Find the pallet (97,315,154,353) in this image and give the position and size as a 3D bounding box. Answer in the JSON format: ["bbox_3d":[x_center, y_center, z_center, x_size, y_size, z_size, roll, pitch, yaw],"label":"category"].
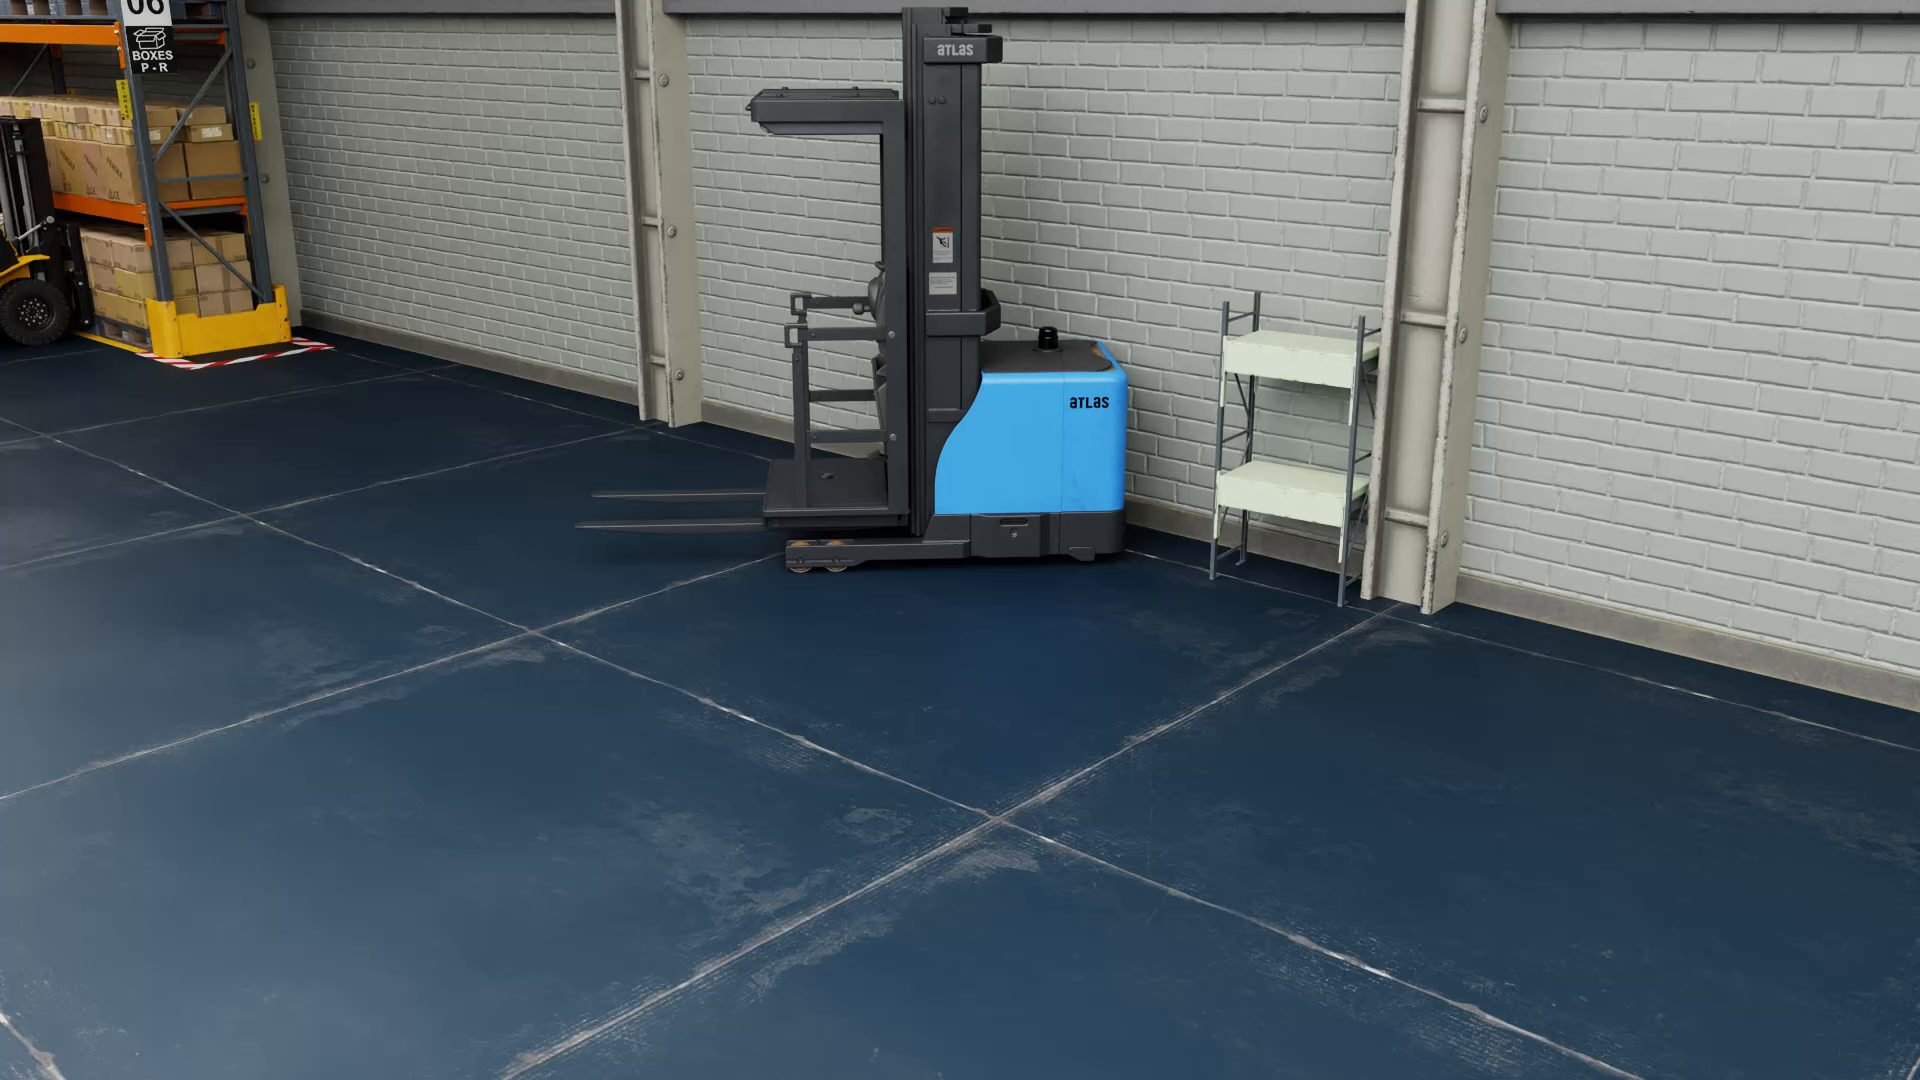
[{"bbox_3d":[-7.318,-2.006,15.584,1.213,0.211,1.003,15,23,39],"label":"pallet"}]

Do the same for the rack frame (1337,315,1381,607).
[{"bbox_3d":[2.061,-0.420,8.456,0.023,1.500,0.400,12,21,34],"label":"rack frame"}]

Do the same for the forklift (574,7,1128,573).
[{"bbox_3d":[-0.621,-1.385,9.130,3.031,2.935,1.130,-1,18,-4],"label":"forklift"}]

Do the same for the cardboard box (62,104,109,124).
[{"bbox_3d":[-7.951,-3.897,15.203,0.250,0.149,0.380,16,23,41],"label":"cardboard box"}]

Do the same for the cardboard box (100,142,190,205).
[{"bbox_3d":[-7.261,-3.278,14.818,0.500,0.500,0.500,14,23,38],"label":"cardboard box"}]

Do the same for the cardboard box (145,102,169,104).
[{"bbox_3d":[-7.597,-4.016,15.578,0.250,0.149,0.380,16,24,41],"label":"cardboard box"}]

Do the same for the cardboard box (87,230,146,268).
[{"bbox_3d":[-7.656,-2.681,15.298,0.500,0.250,0.500,16,23,40],"label":"cardboard box"}]

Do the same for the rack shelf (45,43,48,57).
[{"bbox_3d":[-11.206,-5.483,18.160,4.000,0.370,1.077,15,23,39],"label":"rack shelf"}]

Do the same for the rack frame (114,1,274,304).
[{"bbox_3d":[-6.719,-3.191,14.709,0.127,3.000,1.000,15,23,39],"label":"rack frame"}]

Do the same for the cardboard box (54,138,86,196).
[{"bbox_3d":[-8.026,-3.487,15.476,0.500,0.500,0.500,14,23,38],"label":"cardboard box"}]

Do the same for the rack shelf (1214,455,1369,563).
[{"bbox_3d":[1.763,-0.174,8.757,0.720,0.370,0.431,12,21,34],"label":"rack shelf"}]

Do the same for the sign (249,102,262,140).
[{"bbox_3d":[-6.346,-3.766,14.958,0.005,0.325,0.100,15,23,39],"label":"sign"}]

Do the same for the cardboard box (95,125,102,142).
[{"bbox_3d":[-7.528,-3.665,14.963,0.250,0.149,0.380,16,23,40],"label":"cardboard box"}]

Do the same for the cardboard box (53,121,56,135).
[{"bbox_3d":[-8.267,-3.877,15.631,0.250,0.149,0.380,15,23,39],"label":"cardboard box"}]

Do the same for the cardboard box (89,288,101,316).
[{"bbox_3d":[-8.014,-2.308,15.777,0.500,0.250,0.500,15,23,40],"label":"cardboard box"}]

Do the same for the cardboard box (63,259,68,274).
[{"bbox_3d":[-8.430,-2.649,16.026,0.500,0.250,0.500,15,23,39],"label":"cardboard box"}]

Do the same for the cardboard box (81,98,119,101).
[{"bbox_3d":[-8.335,-4.233,16.261,0.250,0.149,0.380,15,23,39],"label":"cardboard box"}]

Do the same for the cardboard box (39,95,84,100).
[{"bbox_3d":[-9.111,-4.438,16.906,0.250,0.149,0.380,14,23,38],"label":"cardboard box"}]

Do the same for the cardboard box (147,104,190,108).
[{"bbox_3d":[-7.208,-3.916,15.262,0.250,0.149,0.380,16,23,40],"label":"cardboard box"}]

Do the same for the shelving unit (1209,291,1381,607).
[{"bbox_3d":[1.763,-0.484,8.659,0.755,1.500,0.431,12,21,34],"label":"shelving unit"}]

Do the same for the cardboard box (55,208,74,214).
[{"bbox_3d":[-9.214,-3.306,17.267,0.500,0.250,0.500,16,23,40],"label":"cardboard box"}]

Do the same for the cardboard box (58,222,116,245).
[{"bbox_3d":[-8.414,-2.883,15.936,0.500,0.250,0.500,14,23,38],"label":"cardboard box"}]

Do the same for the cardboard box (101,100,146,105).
[{"bbox_3d":[-7.966,-4.123,15.914,0.250,0.149,0.380,15,23,40],"label":"cardboard box"}]

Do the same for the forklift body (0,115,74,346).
[{"bbox_3d":[-9.348,-2.755,14.736,1.214,2.155,2.313,15,23,39],"label":"forklift body"}]

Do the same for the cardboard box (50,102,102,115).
[{"bbox_3d":[-8.278,-4.021,15.593,0.250,0.149,0.380,15,23,40],"label":"cardboard box"}]

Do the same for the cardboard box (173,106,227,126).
[{"bbox_3d":[-6.828,-3.806,14.915,0.250,0.149,0.380,14,23,38],"label":"cardboard box"}]

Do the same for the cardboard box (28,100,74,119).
[{"bbox_3d":[-8.653,-4.121,15.909,0.250,0.149,0.380,15,23,39],"label":"cardboard box"}]

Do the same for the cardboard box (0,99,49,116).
[{"bbox_3d":[-9.092,-4.206,16.176,0.250,0.149,0.380,16,23,40],"label":"cardboard box"}]

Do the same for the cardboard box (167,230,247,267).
[{"bbox_3d":[-6.953,-2.697,15.349,0.500,0.250,0.500,15,23,38],"label":"cardboard box"}]

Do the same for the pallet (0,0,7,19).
[{"bbox_3d":[-9.055,-5.217,16.278,1.213,0.211,1.003,15,23,39],"label":"pallet"}]

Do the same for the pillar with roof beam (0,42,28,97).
[{"bbox_3d":[-13.986,-6.625,15.611,0.400,9.000,9.100,15,23,39],"label":"pillar with roof beam"}]

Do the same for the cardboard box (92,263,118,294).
[{"bbox_3d":[-7.658,-2.449,15.395,0.500,0.250,0.500,15,23,39],"label":"cardboard box"}]

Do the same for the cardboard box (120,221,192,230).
[{"bbox_3d":[-7.696,-2.899,15.986,0.500,0.250,0.500,15,23,39],"label":"cardboard box"}]

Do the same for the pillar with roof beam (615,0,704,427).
[{"bbox_3d":[-5.011,-4.216,8.019,0.400,9.000,9.100,15,23,39],"label":"pillar with roof beam"}]

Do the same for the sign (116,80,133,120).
[{"bbox_3d":[-7.089,-3.736,14.120,0.005,0.325,0.100,15,23,39],"label":"sign"}]

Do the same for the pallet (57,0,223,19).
[{"bbox_3d":[-7.230,-4.727,14.734,1.213,0.211,1.003,15,23,39],"label":"pallet"}]

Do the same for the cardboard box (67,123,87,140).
[{"bbox_3d":[-7.937,-3.760,15.264,0.250,0.149,0.380,14,22,38],"label":"cardboard box"}]

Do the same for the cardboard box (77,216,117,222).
[{"bbox_3d":[-8.456,-3.103,16.628,0.500,0.250,0.500,15,23,40],"label":"cardboard box"}]

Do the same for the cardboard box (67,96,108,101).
[{"bbox_3d":[-8.675,-4.351,16.635,0.250,0.149,0.380,14,23,38],"label":"cardboard box"}]

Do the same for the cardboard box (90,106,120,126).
[{"bbox_3d":[-7.545,-3.803,14.907,0.250,0.149,0.380,16,23,40],"label":"cardboard box"}]

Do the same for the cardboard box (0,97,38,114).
[{"bbox_3d":[-9.402,-4.334,16.579,0.250,0.149,0.380,15,23,40],"label":"cardboard box"}]

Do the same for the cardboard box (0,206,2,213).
[{"bbox_3d":[-10.683,-3.323,18.354,0.625,0.625,0.875,15,23,39],"label":"cardboard box"}]

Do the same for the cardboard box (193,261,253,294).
[{"bbox_3d":[-6.933,-2.461,15.431,0.500,0.250,0.500,16,23,40],"label":"cardboard box"}]

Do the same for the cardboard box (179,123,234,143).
[{"bbox_3d":[-6.800,-3.675,14.995,0.250,0.149,0.380,14,23,38],"label":"cardboard box"}]

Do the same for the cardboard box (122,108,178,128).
[{"bbox_3d":[-7.127,-3.714,14.627,0.250,0.149,0.380,15,23,39],"label":"cardboard box"}]

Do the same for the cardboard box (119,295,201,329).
[{"bbox_3d":[-7.280,-2.104,15.133,0.500,0.250,0.500,15,23,40],"label":"cardboard box"}]

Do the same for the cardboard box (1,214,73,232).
[{"bbox_3d":[-9.181,-3.088,16.580,0.500,0.250,0.500,15,23,39],"label":"cardboard box"}]

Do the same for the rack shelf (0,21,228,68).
[{"bbox_3d":[-8.215,-4.680,15.629,4.000,0.370,1.077,15,23,39],"label":"rack shelf"}]

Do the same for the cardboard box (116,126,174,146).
[{"bbox_3d":[-7.164,-3.554,14.615,0.250,0.149,0.380,15,23,40],"label":"cardboard box"}]
